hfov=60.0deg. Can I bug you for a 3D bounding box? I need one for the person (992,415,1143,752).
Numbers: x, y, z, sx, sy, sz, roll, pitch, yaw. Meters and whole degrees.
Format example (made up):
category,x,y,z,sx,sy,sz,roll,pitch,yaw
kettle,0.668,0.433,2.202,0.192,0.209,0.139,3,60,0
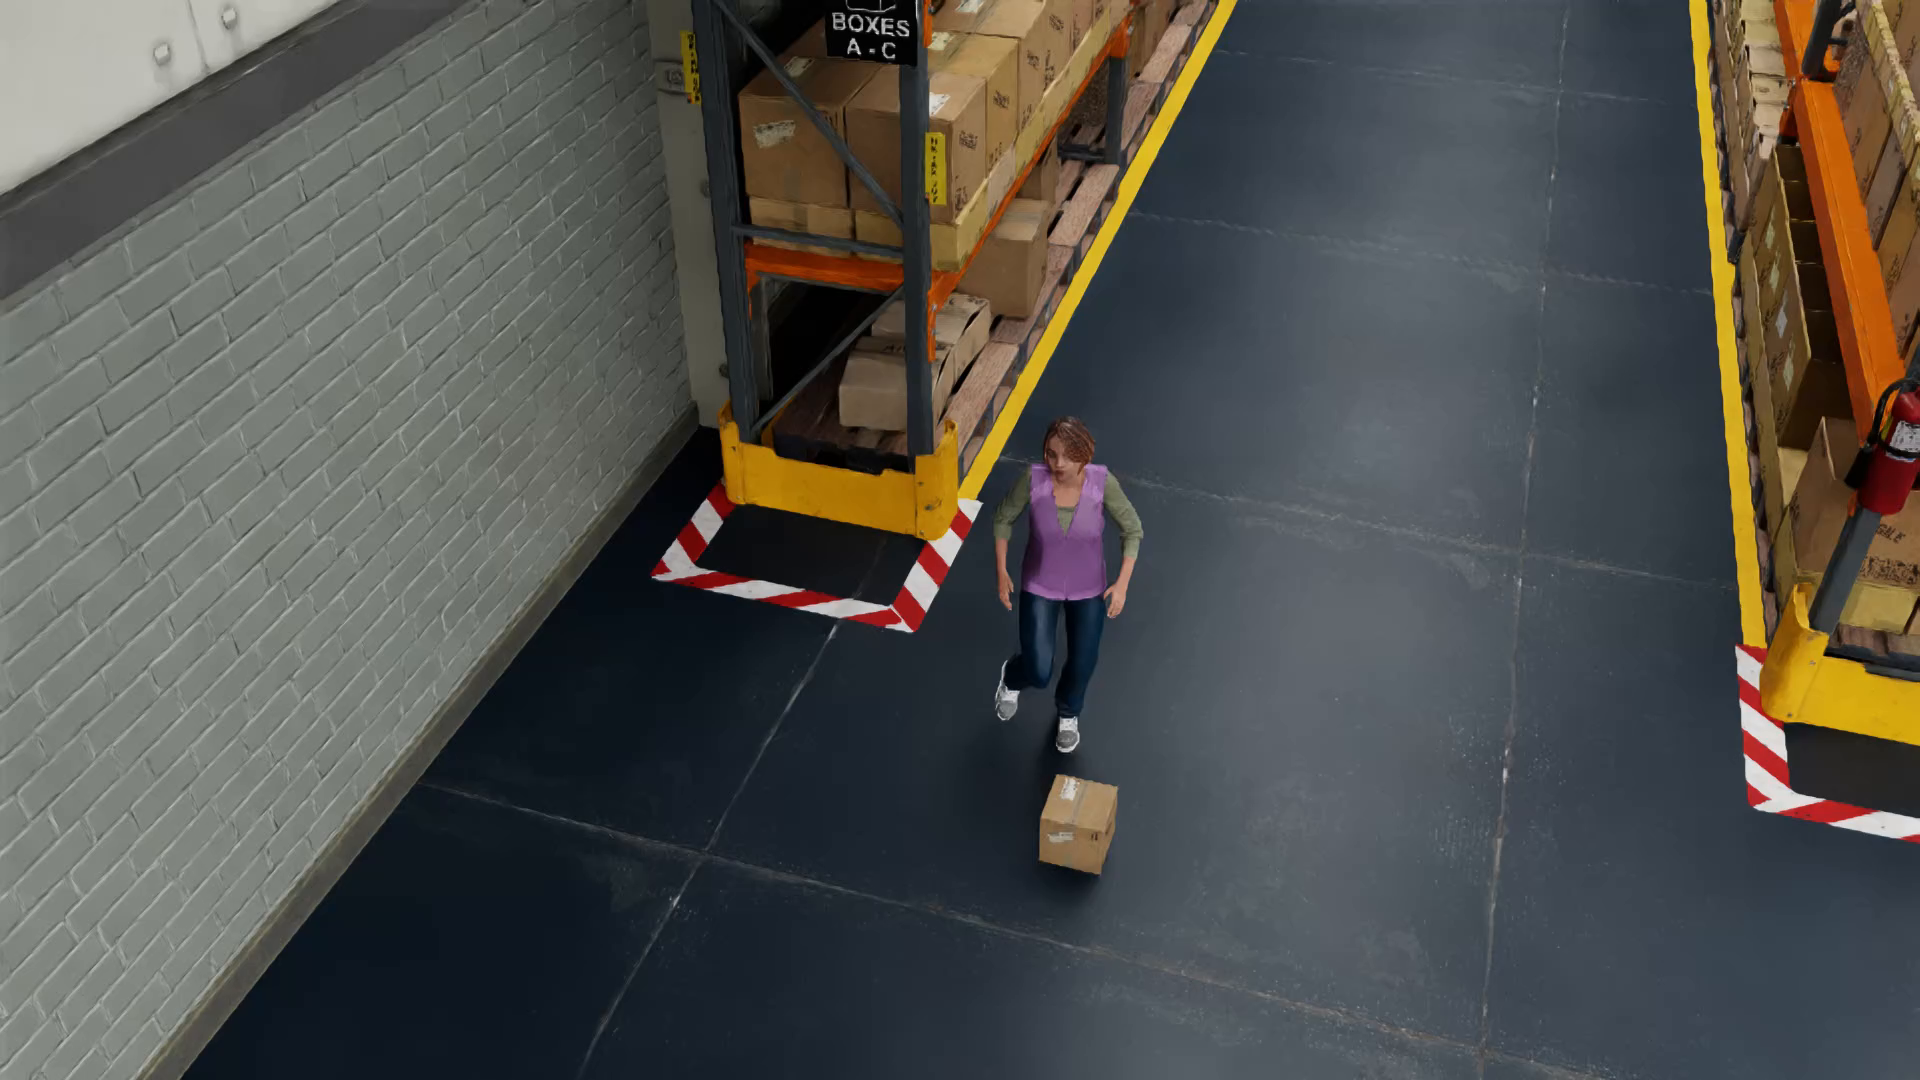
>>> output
category,x,y,z,sx,sy,sz,roll,pitch,yaw
person,0.433,0.208,6.654,0.585,1.567,0.439,-3,38,-4
